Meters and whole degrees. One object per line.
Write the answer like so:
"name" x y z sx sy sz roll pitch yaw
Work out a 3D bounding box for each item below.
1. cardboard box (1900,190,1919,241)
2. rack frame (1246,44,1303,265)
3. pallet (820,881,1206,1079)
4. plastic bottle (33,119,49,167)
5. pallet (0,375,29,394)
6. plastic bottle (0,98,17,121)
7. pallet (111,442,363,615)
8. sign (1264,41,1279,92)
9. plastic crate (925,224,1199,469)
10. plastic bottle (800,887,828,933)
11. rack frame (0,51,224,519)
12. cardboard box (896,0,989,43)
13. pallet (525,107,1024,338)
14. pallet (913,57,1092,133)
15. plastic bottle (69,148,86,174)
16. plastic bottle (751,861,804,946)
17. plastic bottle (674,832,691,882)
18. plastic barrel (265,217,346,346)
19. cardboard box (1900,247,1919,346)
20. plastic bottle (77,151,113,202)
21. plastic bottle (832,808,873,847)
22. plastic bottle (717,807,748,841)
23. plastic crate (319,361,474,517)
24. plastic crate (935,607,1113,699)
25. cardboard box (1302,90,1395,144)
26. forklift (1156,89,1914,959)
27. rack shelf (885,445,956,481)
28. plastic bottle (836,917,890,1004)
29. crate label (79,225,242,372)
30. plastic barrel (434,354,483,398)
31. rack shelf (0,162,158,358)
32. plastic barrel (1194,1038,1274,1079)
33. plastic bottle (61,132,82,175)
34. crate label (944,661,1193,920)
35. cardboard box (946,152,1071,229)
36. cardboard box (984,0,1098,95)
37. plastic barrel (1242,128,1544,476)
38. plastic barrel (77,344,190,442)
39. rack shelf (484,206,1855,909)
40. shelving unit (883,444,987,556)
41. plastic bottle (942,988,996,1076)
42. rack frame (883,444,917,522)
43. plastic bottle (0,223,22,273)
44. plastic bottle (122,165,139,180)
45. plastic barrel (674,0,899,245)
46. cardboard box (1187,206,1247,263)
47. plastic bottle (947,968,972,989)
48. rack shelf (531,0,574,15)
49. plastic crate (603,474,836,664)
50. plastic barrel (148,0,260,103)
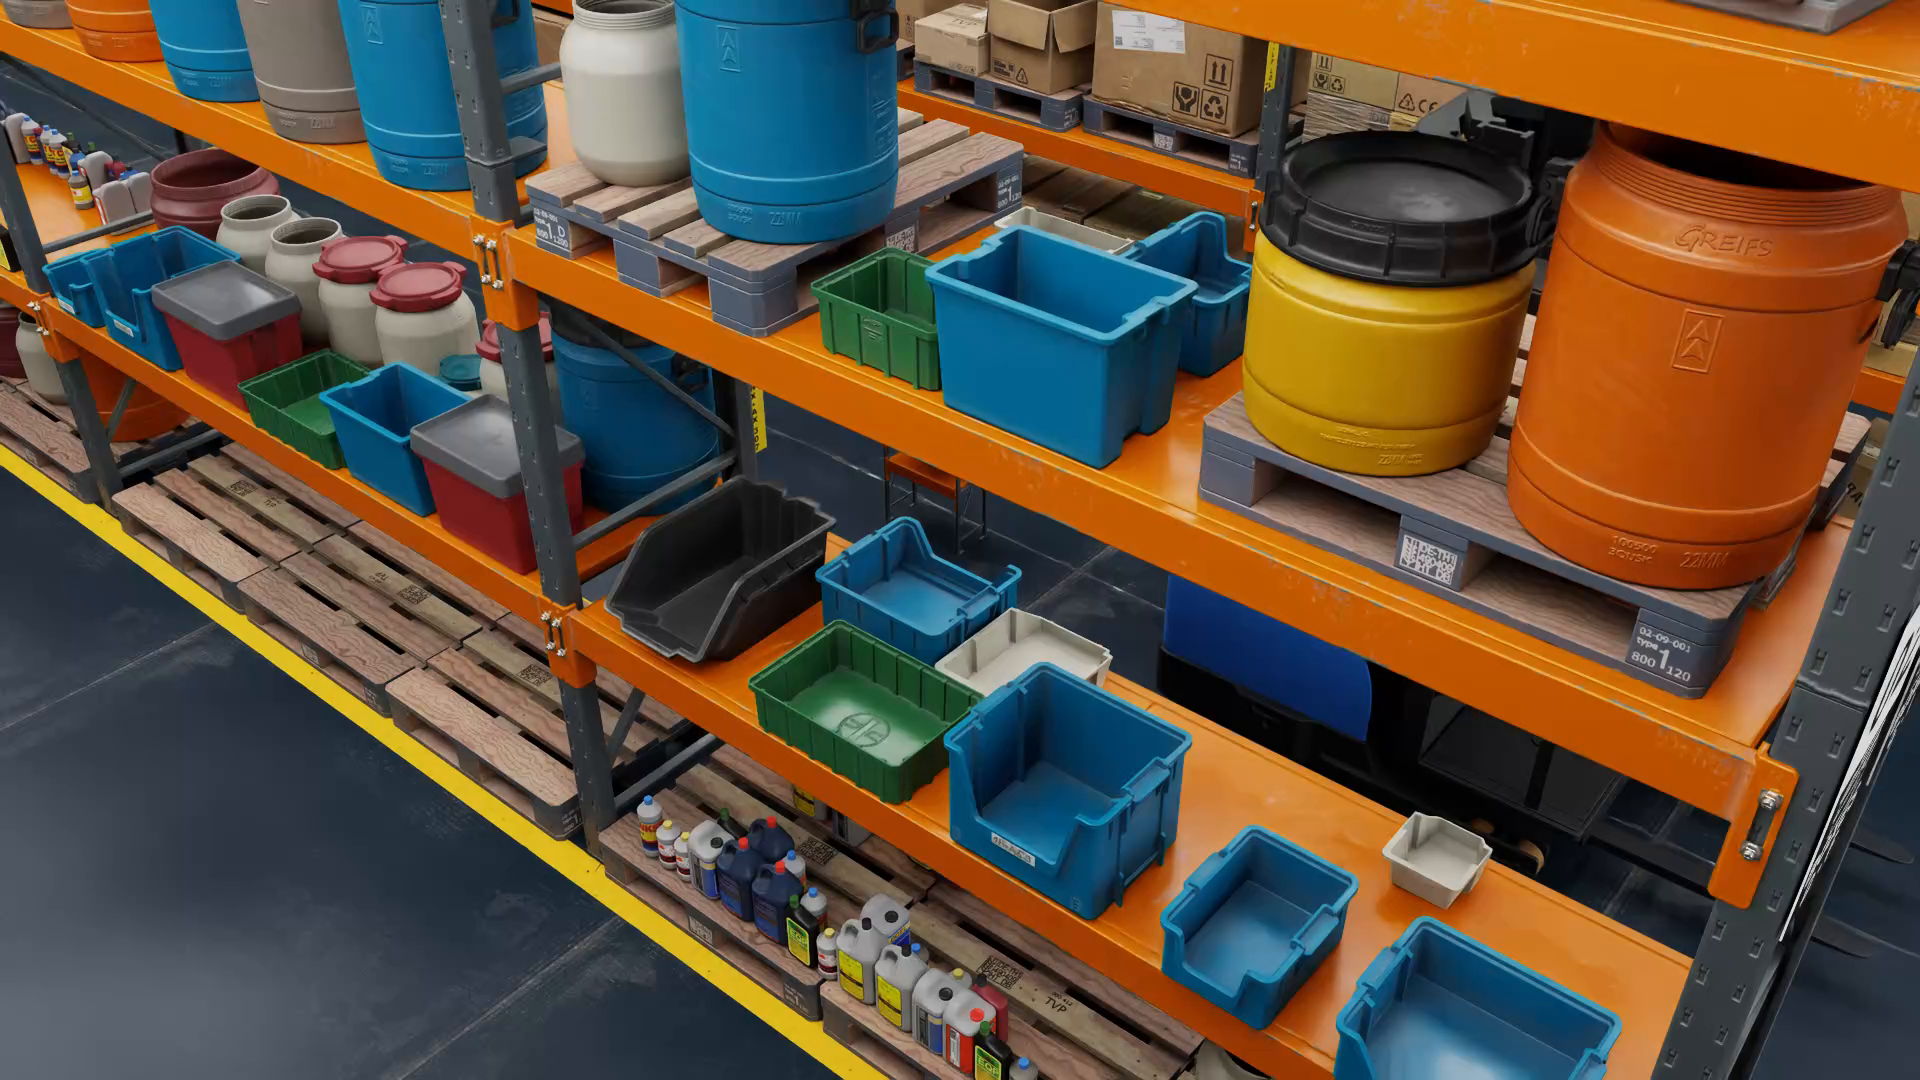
"cardboard box" 4.103 -1.692 7.330 0.500 0.500 0.500 25 42 32
"rack frame" 1.998 -2.294 9.441 0.127 3.000 1.000 25 42 32
"pallet" 0.260 1.713 6.069 1.213 0.211 1.003 25 42 32
"plastic bottle" -5.230 -2.276 9.518 0.133 0.283 0.061 25 42 32
"pallet" -5.811 -1.148 10.236 1.213 0.211 1.003 25 42 32
"plastic bottle" -5.557 -2.427 9.678 0.185 0.351 0.144 25 42 32
"pallet" -3.675 -0.141 8.769 1.213 0.211 1.003 25 42 32
"sign" 1.646 -2.529 8.760 0.005 0.325 0.100 25 42 32
"plastic crate" 0.245 -0.480 4.164 0.575 0.384 0.392 25 42 32
"plastic bottle" -0.534 1.382 6.109 0.097 0.271 0.097 0 34 0
"rack frame" -4.245 -1.588 8.413 0.127 3.000 1.000 25 42 32
"cardboard box" -0.143 -3.621 10.913 0.700 0.500 0.500 -27 43 -33
"pallet" -0.554 -1.079 5.189 1.003 0.211 1.213 25 42 32
"pallet" 0.471 -2.965 10.587 1.213 0.211 1.003 25 42 32
"plastic bottle" -4.837 -2.028 9.167 0.097 0.271 0.097 0 34 0
"plastic bottle" -0.671 1.312 6.141 0.185 0.351 0.144 23 41 30
"plastic bottle" -1.050 1.212 6.418 0.097 0.201 0.097 0 34 0
"plastic barrel" -2.994 -1.202 7.752 0.421 0.512 0.421 0 34 0
"cardboard box" 4.667 -1.221 7.527 0.500 0.500 0.875 25 42 32
"plastic bottle" -4.726 -2.002 9.125 0.135 0.276 0.152 25 42 32
"plastic bottle" -0.420 1.053 6.585 0.135 0.276 0.152 25 42 32
"plastic bottle" -0.873 1.164 6.417 0.133 0.283 0.061 25 42 32
"plastic crate" -2.218 -0.397 6.693 0.575 0.384 0.392 25 42 32
"plastic crate" 0.239 0.447 5.682 0.437 0.136 0.530 25 42 32
"cardboard box" 2.304 -2.268 9.052 0.500 0.500 0.875 25 42 32
"forklift" 2.367 -0.170 6.409 3.031 2.935 1.130 24 41 31
"rack shelf" -0.127 -0.499 8.536 0.480 0.148 0.258 25 42 32
"plastic bottle" -0.344 1.466 5.917 0.185 0.351 0.144 25 42 31
"crate label" -3.655 -1.125 7.708 0.616 0.435 0.502 25 42 32
"plastic barrel" -2.090 -0.629 7.138 0.301 0.262 0.301 0 34 0
"rack shelf" -5.782 -2.016 9.672 4.000 0.370 1.077 25 42 32
"plastic barrel" 0.963 1.775 5.342 0.421 0.512 0.421 0 34 0
"plastic bottle" -4.978 -2.157 9.345 0.133 0.283 0.061 25 42 32
"crate label" 0.315 0.746 4.983 0.616 0.435 0.502 25 42 32
"cardboard box" 0.326 -2.263 11.214 0.500 0.500 0.700 29 44 35
"cardboard box" 0.607 -3.098 10.149 0.797 0.503 0.637 -29 44 -35
"plastic barrel" 0.946 -0.536 3.693 0.600 0.588 0.600 0 34 0
"plastic barrel" -4.632 -1.037 9.156 0.708 0.830 0.600 25 42 32
"rack shelf" 0.366 -0.355 4.603 4.000 0.370 1.077 25 42 32
"shelving unit" -0.127 -0.555 8.498 0.503 1.200 0.258 25 42 32
"plastic bottle" 0.035 1.673 5.682 0.135 0.276 0.152 26 42 32
"rack frame" -0.315 -0.643 8.626 0.015 1.200 0.240 25 42 32
"plastic bottle" -4.829 -1.501 8.389 0.133 0.283 0.061 25 42 32
"plastic bottle" -4.442 -1.887 8.961 0.097 0.271 0.097 0 34 0
"plastic barrel" -0.475 -1.349 4.601 0.708 0.901 0.600 25 42 32
"cardboard box" 1.540 -1.677 10.362 0.500 0.500 0.700 22 40 28
"plastic bottle" -0.006 1.592 5.865 0.097 0.201 0.097 0 34 0
"rack shelf" -2.613 -4.171 12.810 4.000 0.370 1.077 25 42 32
"plastic crate" -0.850 0.131 5.964 0.504 0.338 0.767 25 42 32
"plastic barrel" -2.706 -2.146 6.133 0.708 0.901 0.600 25 42 32
